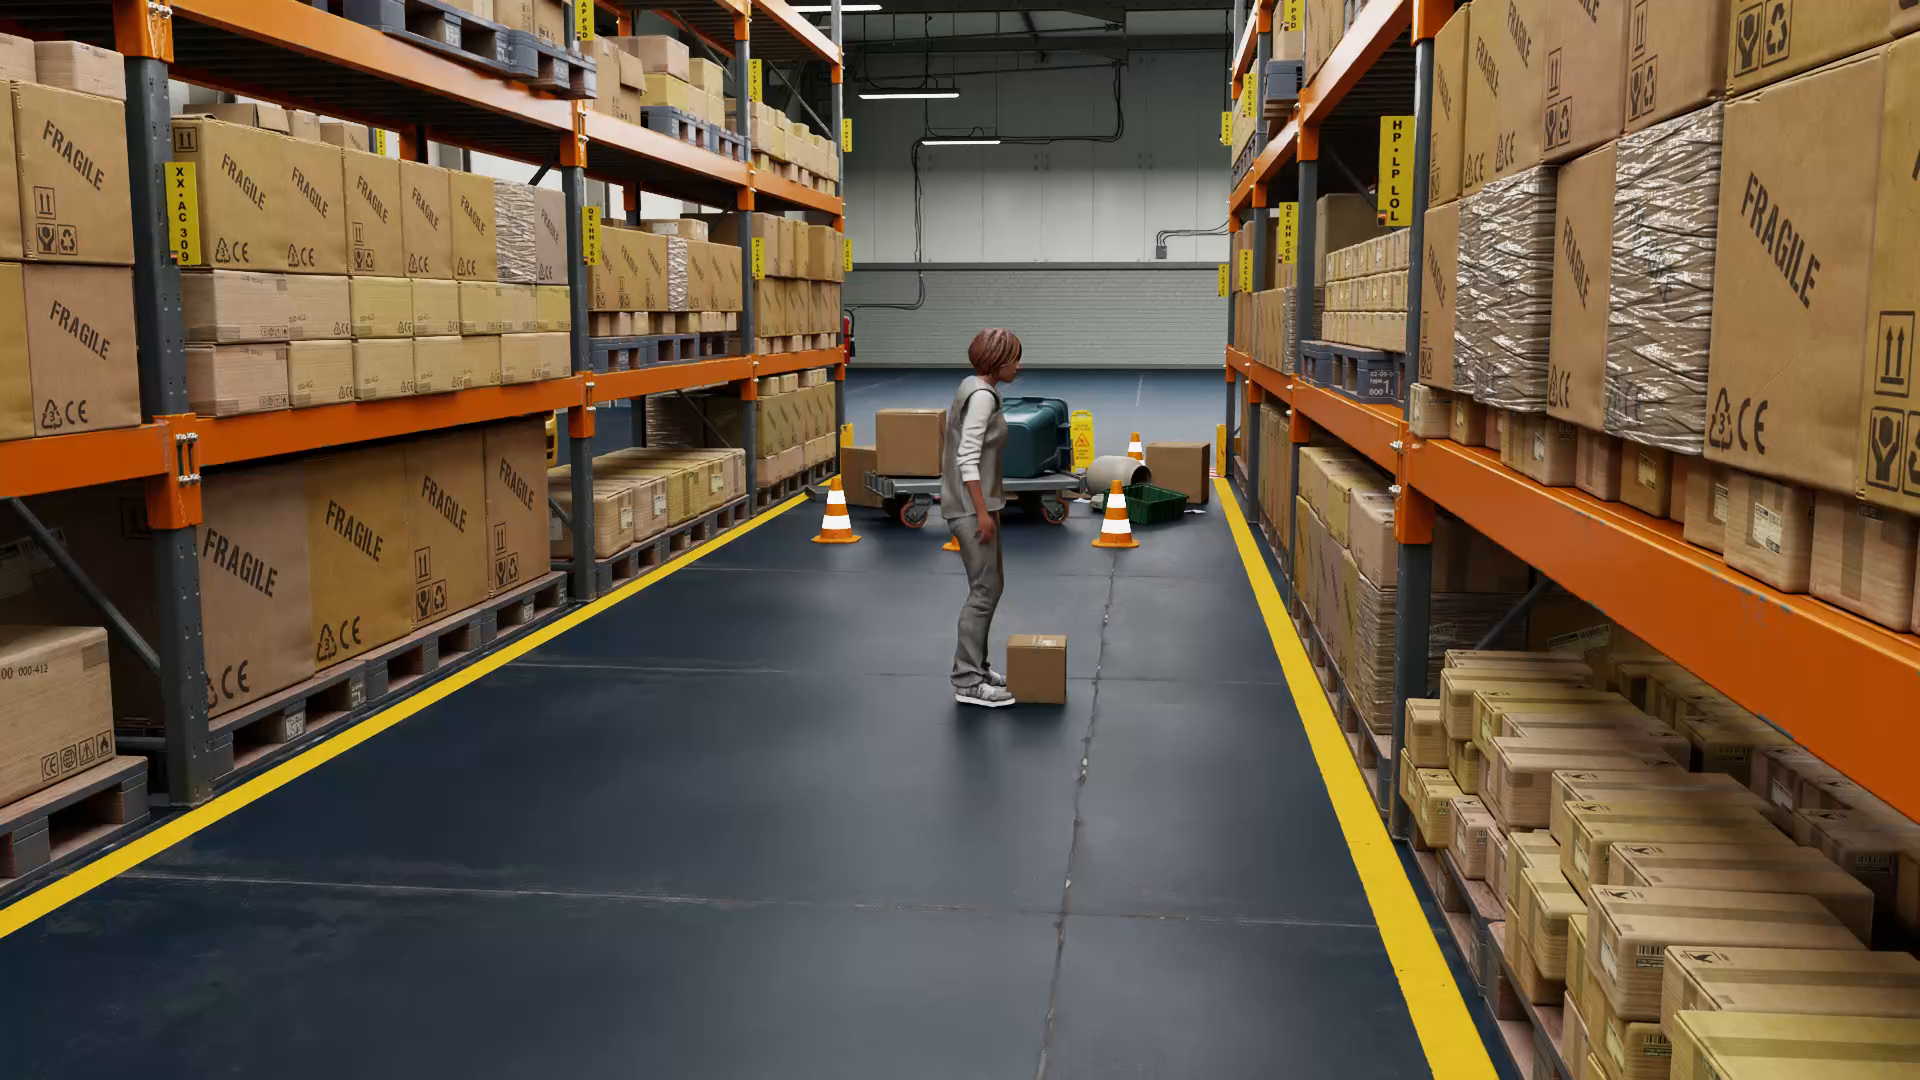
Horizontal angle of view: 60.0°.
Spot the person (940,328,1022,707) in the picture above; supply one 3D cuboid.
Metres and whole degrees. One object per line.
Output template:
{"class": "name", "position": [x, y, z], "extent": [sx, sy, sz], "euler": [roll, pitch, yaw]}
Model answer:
{"class": "person", "position": [0.087, -0.108, 7.136], "extent": [0.345, 1.591, 0.461], "euler": [1, 8, 5]}
